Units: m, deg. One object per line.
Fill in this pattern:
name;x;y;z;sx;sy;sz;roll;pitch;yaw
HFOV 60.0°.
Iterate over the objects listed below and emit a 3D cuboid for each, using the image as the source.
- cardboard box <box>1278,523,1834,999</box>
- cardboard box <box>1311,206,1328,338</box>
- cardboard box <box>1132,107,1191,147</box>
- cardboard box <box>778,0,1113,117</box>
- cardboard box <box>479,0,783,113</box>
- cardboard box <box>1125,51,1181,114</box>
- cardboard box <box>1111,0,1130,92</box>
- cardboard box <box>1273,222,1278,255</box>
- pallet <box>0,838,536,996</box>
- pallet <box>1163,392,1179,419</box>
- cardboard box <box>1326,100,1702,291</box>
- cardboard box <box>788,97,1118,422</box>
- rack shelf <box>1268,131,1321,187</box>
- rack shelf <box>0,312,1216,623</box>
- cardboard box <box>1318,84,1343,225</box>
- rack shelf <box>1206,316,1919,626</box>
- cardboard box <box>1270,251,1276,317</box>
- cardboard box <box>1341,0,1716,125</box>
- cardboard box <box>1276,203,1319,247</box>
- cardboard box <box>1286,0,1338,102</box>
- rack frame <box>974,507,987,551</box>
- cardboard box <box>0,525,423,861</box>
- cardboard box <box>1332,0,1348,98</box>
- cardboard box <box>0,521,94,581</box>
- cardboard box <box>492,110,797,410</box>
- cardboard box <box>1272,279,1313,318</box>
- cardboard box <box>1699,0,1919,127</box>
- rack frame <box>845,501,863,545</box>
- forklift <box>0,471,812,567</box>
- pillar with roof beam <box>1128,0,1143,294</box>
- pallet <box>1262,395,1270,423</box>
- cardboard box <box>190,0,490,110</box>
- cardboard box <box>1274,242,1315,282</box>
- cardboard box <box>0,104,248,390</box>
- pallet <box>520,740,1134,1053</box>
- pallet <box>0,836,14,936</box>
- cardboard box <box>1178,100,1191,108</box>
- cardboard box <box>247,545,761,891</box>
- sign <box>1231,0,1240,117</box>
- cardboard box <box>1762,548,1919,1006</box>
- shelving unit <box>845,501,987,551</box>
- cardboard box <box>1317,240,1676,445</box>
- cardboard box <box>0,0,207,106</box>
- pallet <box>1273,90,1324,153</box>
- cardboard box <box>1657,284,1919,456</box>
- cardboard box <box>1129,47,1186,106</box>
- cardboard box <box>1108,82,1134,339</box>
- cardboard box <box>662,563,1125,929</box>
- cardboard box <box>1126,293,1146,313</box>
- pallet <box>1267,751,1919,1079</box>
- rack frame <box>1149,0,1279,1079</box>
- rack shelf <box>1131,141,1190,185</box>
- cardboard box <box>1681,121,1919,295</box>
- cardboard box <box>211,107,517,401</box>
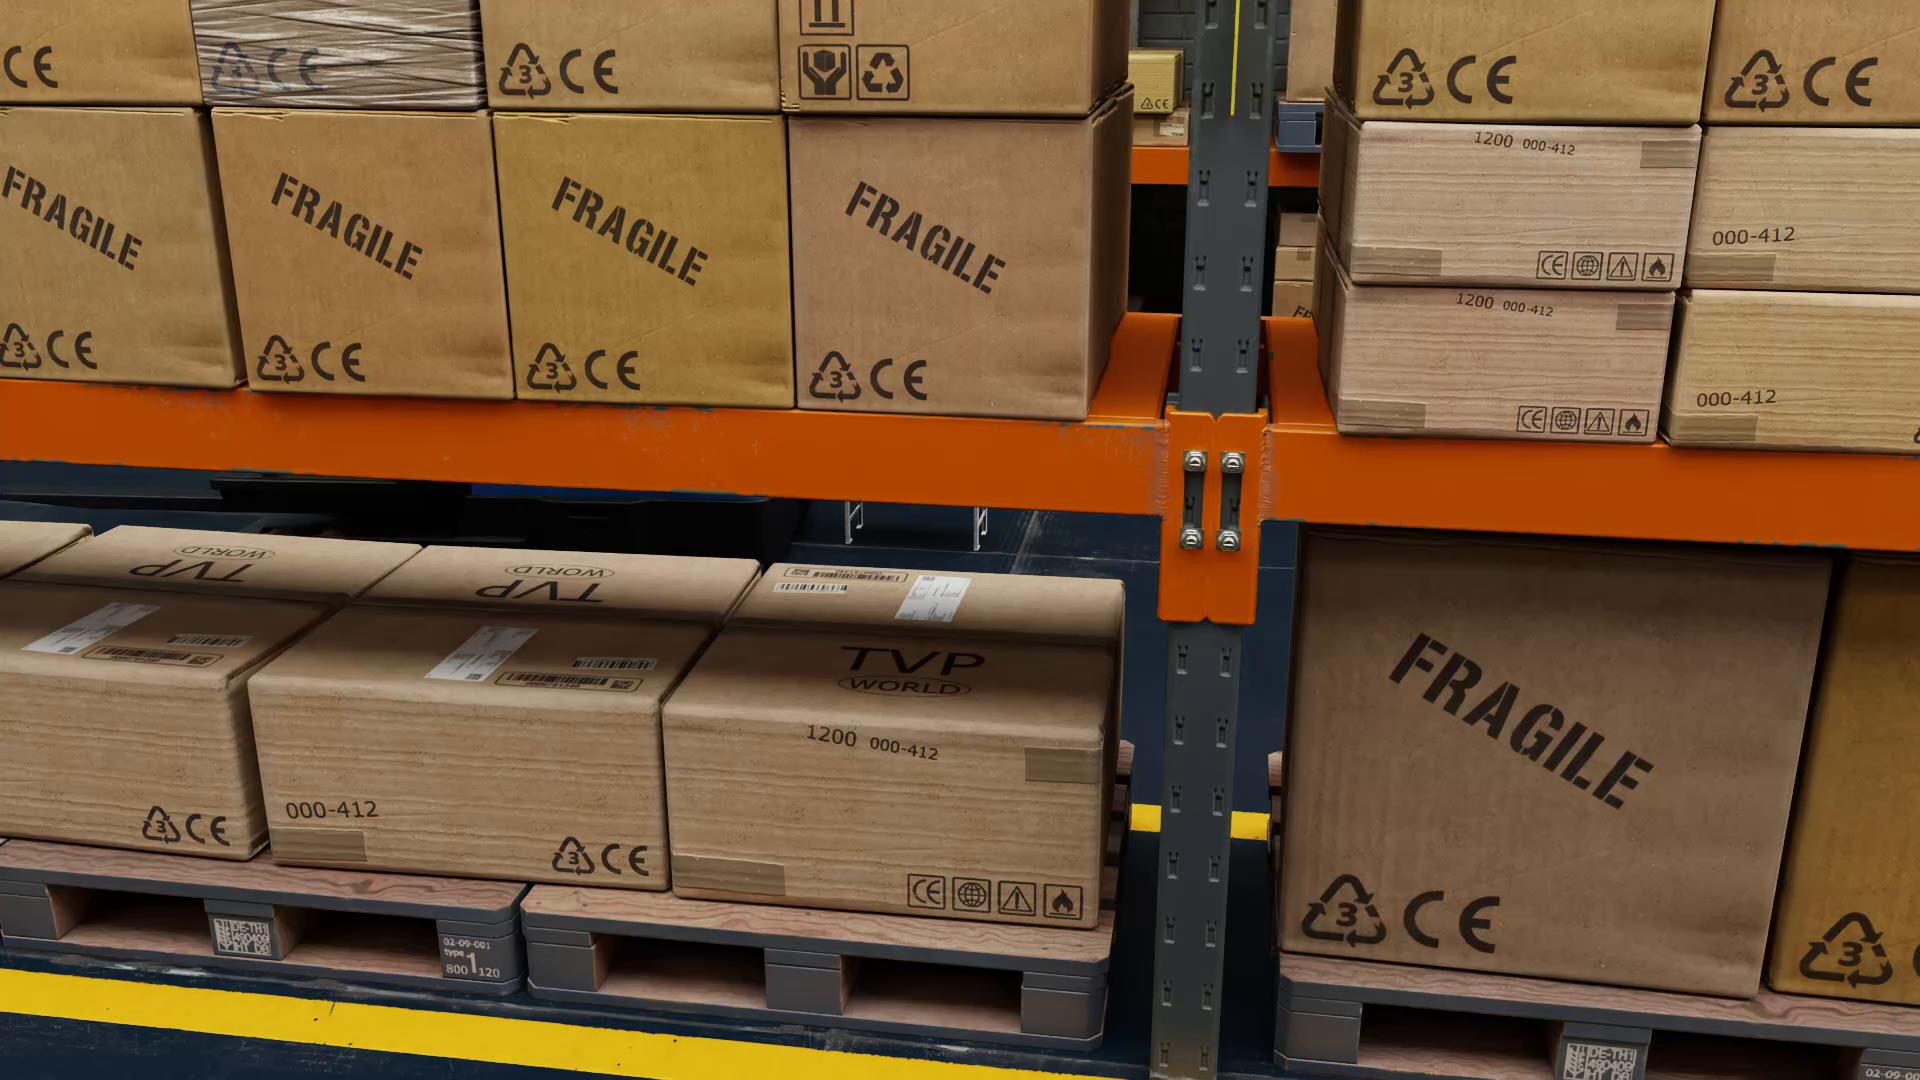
cardboard box;1.130;0.281;3.423;0.875;0.875;0.875;4;19;10
cardboard box;0.988;-0.519;3.364;0.500;0.250;0.500;2;19;7
cardboard box;0.933;-1.907;7.671;0.250;0.149;0.380;3;19;9
cardboard box;-0.005;-0.993;2.809;0.500;0.500;0.500;3;19;8
cardboard box;-0.505;-1.021;2.893;0.500;0.500;0.500;3;19;8
cardboard box;0.747;-2.108;7.644;0.500;0.250;0.500;3;19;10
cardboard box;0.073;-1.155;3.295;0.500;0.500;0.500;3;19;9
cardboard box;1.697;-1.482;8.261;0.250;0.149;0.380;2;19;6
pallet;-1.442;0.665;3.983;1.213;0.211;1.003;3;19;9
pallet;0.610;-0.801;8.366;1.213;0.211;1.003;3;19;9
cardboard box;0.894;-0.589;2.786;0.500;0.250;0.500;2;19;7
cardboard box;0.006;-0.525;2.986;0.500;0.500;0.500;3;19;9
rack shelf;3.263;-1.647;7.633;4.000;0.370;1.077;3;19;9
rack shelf;-1.470;-0.293;3.586;4.000;0.370;1.077;3;19;9
cardboard box;0.979;-0.754;3.277;0.500;0.250;0.500;3;19;9
rack shelf;2.479;-0.092;2.985;4.000;0.370;1.077;3;19;9
cardboard box;1.820;-1.171;8.353;0.500;0.500;0.500;3;19;8
cardboard box;0.894;-0.943;2.661;0.500;0.500;0.500;3;19;9
cardboard box;1.610;-1.469;7.753;0.250;0.149;0.380;3;19;8
cardboard box;1.730;-2.241;7.455;0.500;0.500;0.700;3;19;10
rack frame;0.077;-0.565;6.101;0.015;1.200;0.240;3;19;9
cardboard box;-1.872;0.326;3.977;0.875;0.438;0.875;3;19;10
cardboard box;0.986;-1.112;3.165;0.500;0.500;0.500;4;19;10
cardboard box;-2.777;0.283;4.107;0.875;0.438;0.875;2;19;7
cardboard box;-0.503;-0.549;3.058;0.500;0.500;0.500;2;19;7
cardboard box;1.730;-1.008;7.866;0.500;0.500;0.500;4;19;11
cardboard box;1.400;-0.926;2.611;0.500;0.500;0.500;3;19;8
rack frame;-0.404;-0.590;6.174;0.015;1.200;0.240;3;19;9
forklift;-2.114;-1.422;5.933;3.031;2.935;1.130;1;19;4
pillar with roof beam;0.061;-3.903;3.785;0.400;9.000;9.100;3;19;9
pallet;2.097;-0.738;8.175;1.213;0.211;1.003;3;19;9
cardboard box;-1.009;-1.043;2.961;0.500;0.500;0.500;3;19;9
cardboard box;1.600;-1.309;7.743;0.250;0.149;0.380;4;19;11
cardboard box;-1.516;-0.601;3.213;0.500;0.500;0.500;4;19;10
pallet;-0.234;0.726;3.801;1.213;0.211;1.003;3;19;9
pallet;-2.643;0.603;4.168;1.213;0.211;1.003;3;19;9
cardboard box;1.000;-2.073;8.166;0.250;0.149;0.380;3;19;9
cardboard box;-0.982;0.372;3.840;0.875;0.438;0.875;2;19;7
sign;0.418;-0.808;2.502;0.005;0.325;0.100;3;19;9
cardboard box;2.023;0.324;3.295;0.875;0.875;0.875;3;19;10
shelving unit;-0.163;-0.577;6.138;0.503;1.200;0.258;3;19;9
cardboard box;0.897;-0.358;2.882;0.500;0.250;0.500;2;19;7
cardboard box;-1.503;-1.071;3.044;0.500;0.500;0.500;3;19;9
pallet;2.060;-1.924;7.628;1.213;0.211;1.003;3;19;9
cardboard box;1.408;-0.332;2.805;0.500;0.250;0.500;2;19;7
cardboard box;0.842;-2.269;8.123;0.500;0.250;0.500;3;19;8
cardboard box;0.083;-0.687;3.471;0.500;0.500;0.500;4;19;10
cardboard box;-0.098;0.417;3.706;0.875;0.438;0.875;3;19;8
cardboard box;0.673;-1.120;8.500;0.500;0.311;0.500;4;19;11
pallet;1.278;0.804;3.568;1.213;0.211;1.003;3;19;9
rack frame;0.505;-0.534;3.171;0.127;3.000;1.000;3;19;9
rack shelf;-0.686;-1.849;8.234;4.000;0.370;1.077;3;19;9
cardboard box;1.414;-0.572;2.733;0.500;0.250;0.500;3;19;10
cardboard box;-1.001;-0.569;3.120;0.500;0.500;0.500;3;19;8
